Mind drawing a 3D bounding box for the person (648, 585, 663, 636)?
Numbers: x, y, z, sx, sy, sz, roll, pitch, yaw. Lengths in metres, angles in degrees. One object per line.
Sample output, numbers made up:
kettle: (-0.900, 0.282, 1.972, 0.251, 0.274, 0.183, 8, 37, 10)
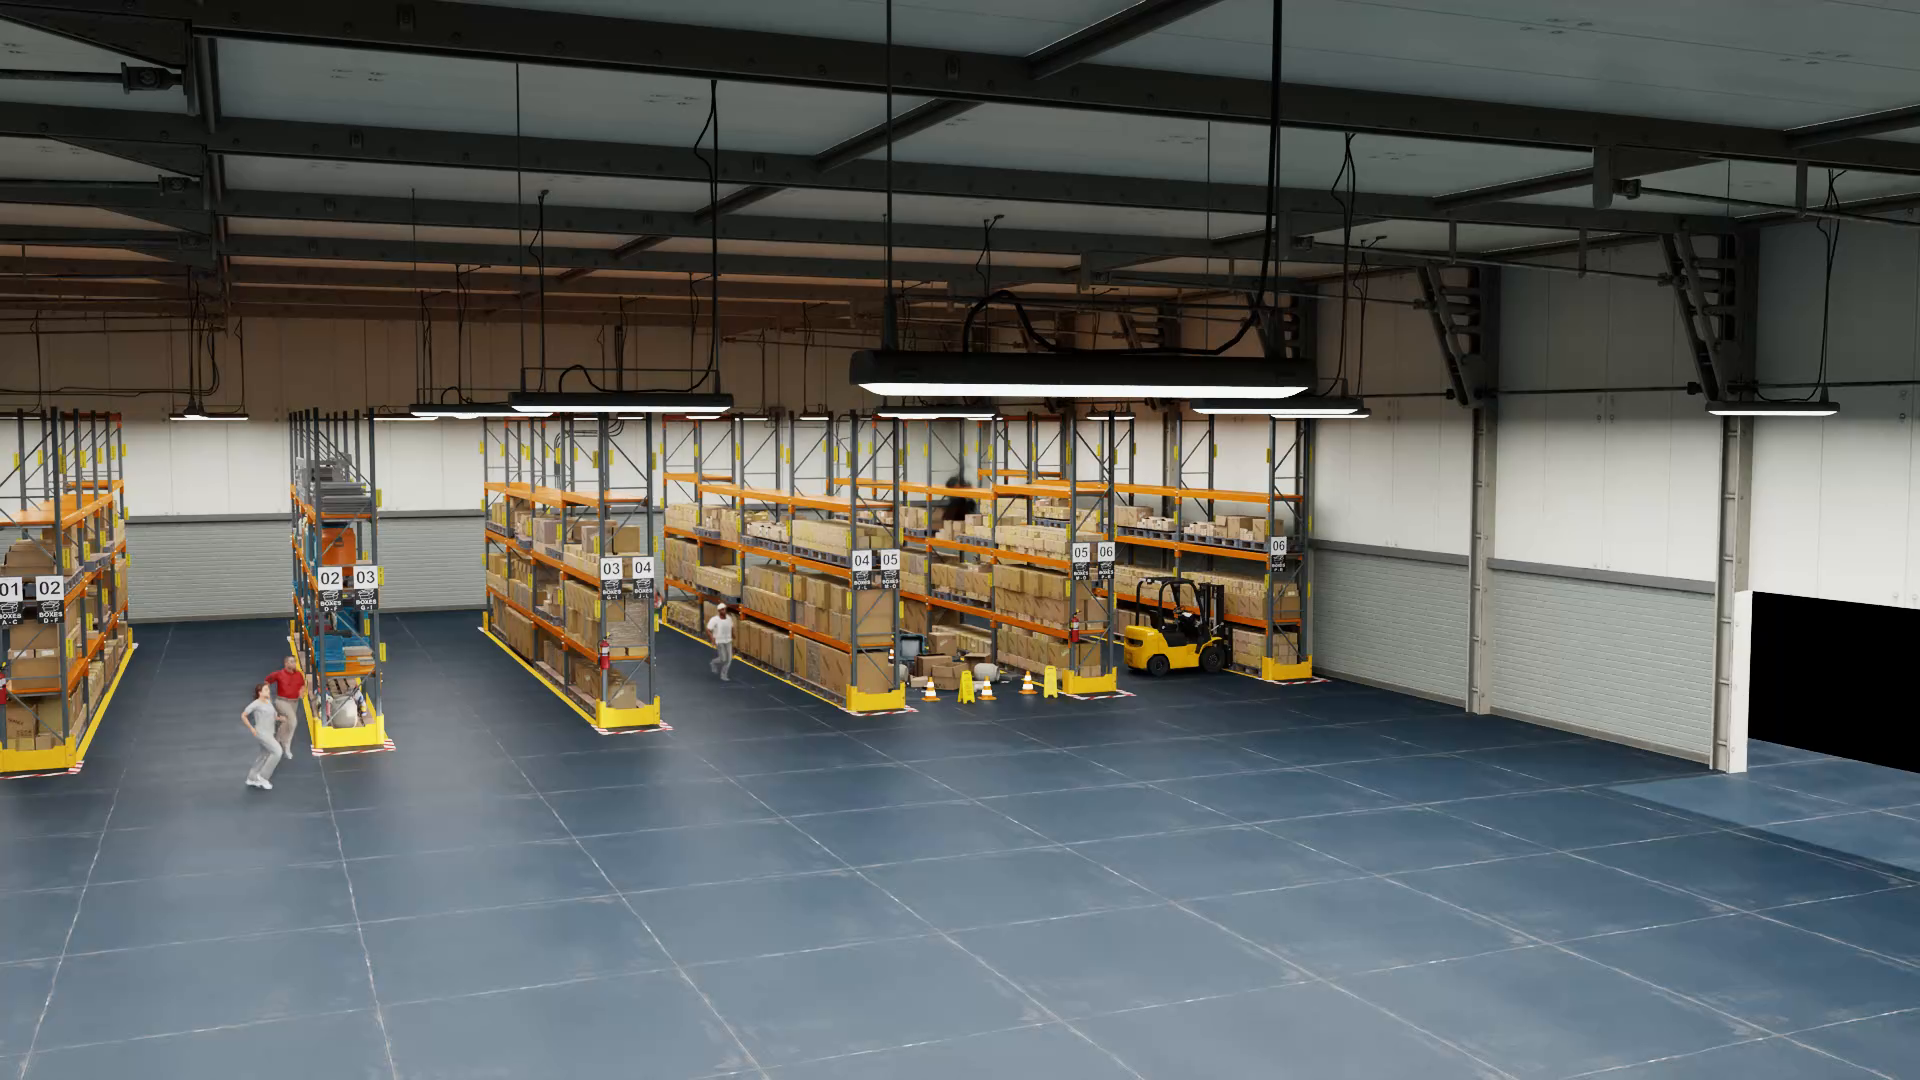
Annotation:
person: (-8.117, 1.802, 43.612, 0.651, 1.756, 0.619, -1, 4, -14)

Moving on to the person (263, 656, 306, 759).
person: (-11.579, 2.865, 28.679, 0.689, 1.707, 0.660, 2, 5, 28)

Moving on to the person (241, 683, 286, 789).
person: (-10.874, 3.062, 26.027, 0.682, 1.666, 0.538, 0, 4, 2)

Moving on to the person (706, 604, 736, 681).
person: (-5.311, 2.270, 37.084, 0.690, 1.721, 0.589, -3, 5, -39)
